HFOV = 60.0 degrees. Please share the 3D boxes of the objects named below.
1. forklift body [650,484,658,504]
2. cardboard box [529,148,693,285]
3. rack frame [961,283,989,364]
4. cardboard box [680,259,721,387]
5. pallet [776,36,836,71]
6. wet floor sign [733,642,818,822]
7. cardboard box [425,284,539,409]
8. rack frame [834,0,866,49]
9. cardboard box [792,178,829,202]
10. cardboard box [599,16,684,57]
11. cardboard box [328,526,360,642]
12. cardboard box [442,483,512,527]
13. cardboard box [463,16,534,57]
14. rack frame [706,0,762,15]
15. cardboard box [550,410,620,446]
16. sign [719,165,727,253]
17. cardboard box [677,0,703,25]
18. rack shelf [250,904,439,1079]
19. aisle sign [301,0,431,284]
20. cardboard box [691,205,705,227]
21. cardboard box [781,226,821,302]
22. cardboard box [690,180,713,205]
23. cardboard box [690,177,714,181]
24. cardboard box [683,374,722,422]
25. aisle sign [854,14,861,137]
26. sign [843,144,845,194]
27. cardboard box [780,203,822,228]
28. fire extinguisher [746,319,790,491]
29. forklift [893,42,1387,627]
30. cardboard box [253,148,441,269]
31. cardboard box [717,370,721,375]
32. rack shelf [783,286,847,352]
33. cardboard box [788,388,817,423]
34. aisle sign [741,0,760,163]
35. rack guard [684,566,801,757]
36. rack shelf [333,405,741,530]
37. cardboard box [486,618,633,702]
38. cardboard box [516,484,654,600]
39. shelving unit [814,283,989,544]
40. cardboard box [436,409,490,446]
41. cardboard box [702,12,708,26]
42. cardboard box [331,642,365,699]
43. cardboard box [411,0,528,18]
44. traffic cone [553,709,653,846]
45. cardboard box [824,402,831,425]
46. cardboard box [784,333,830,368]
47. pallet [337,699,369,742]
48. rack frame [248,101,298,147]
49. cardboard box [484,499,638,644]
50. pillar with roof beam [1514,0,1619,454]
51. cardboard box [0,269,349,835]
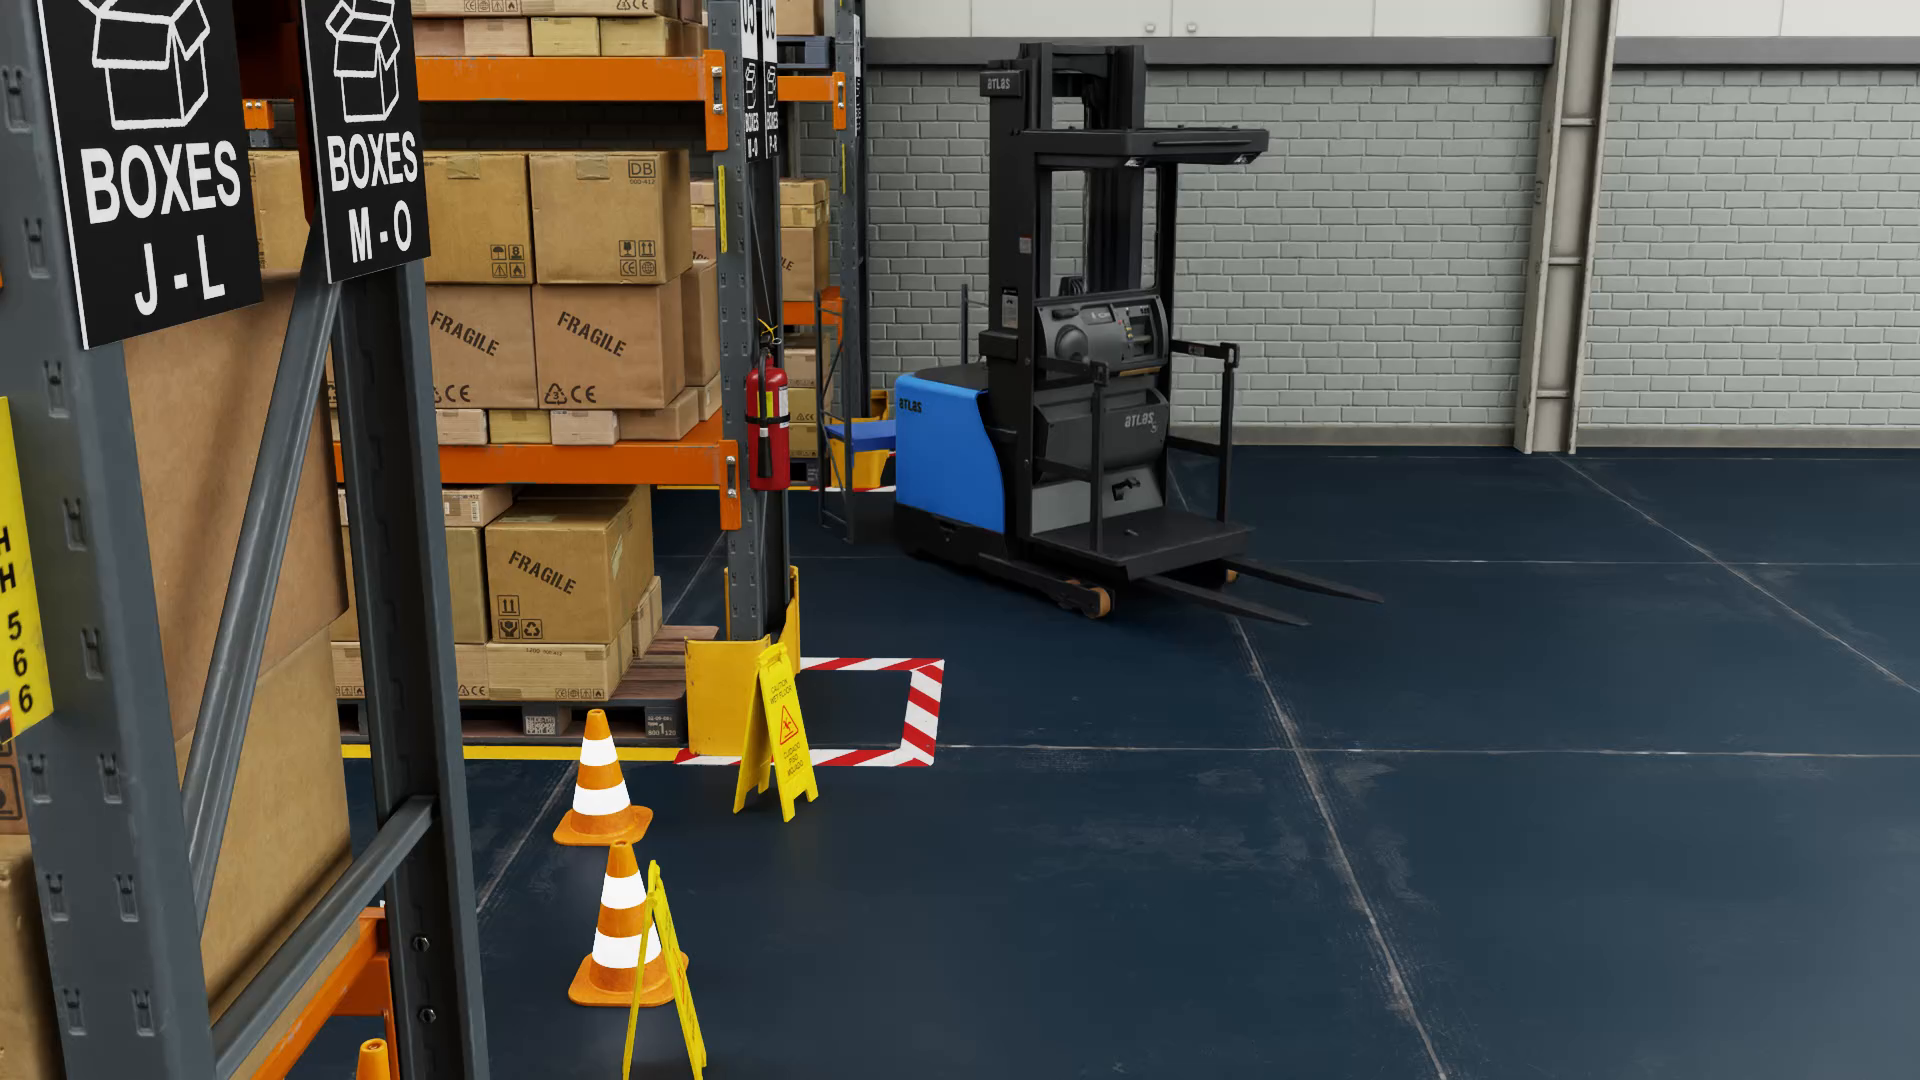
[{"bbox_3d":[-2.695,-1.100,10.295,1.214,2.155,2.313,0,15,1],"label":"forklift body"},{"bbox_3d":[-1.392,-1.321,6.728,0.500,0.500,0.700,0,15,0],"label":"cardboard box"},{"bbox_3d":[0.130,-0.876,10.721,0.032,1.500,0.500,-7,16,-25],"label":"rack frame"},{"bbox_3d":[-1.342,-0.964,7.334,0.500,0.500,0.500,0,15,1],"label":"cardboard box"},{"bbox_3d":[-1.459,-3.383,11.574,1.213,0.211,1.003,0,15,1],"label":"pallet"},{"bbox_3d":[-0.713,0.715,6.366,0.232,0.644,0.267,6,16,21],"label":"wet floor sign"},{"bbox_3d":[-1.926,-0.828,6.818,0.500,0.500,0.500,0,15,2],"label":"cardboard box"},{"bbox_3d":[-0.753,-4.864,11.138,0.127,3.000,1.000,0,15,1],"label":"rack frame"},{"bbox_3d":[-1.083,-2.526,11.984,0.250,0.149,0.380,0,15,0],"label":"cardboard box"},{"bbox_3d":[-1.240,-1.958,6.493,0.250,0.149,0.380,0,15,2],"label":"cardboard box"},{"bbox_3d":[-2.710,0.120,7.103,0.500,0.500,0.500,0,15,0],"label":"cardboard box"},{"bbox_3d":[-2.052,-0.172,6.936,0.250,0.149,0.380,1,15,3],"label":"cardboard box"},{"bbox_3d":[-1.754,-1.961,6.507,0.250,0.149,0.380,1,15,3],"label":"cardboard box"},{"bbox_3d":[-0.876,-3.599,6.340,0.127,3.000,1.000,0,15,1],"label":"rack frame"},{"bbox_3d":[-1.511,-0.498,6.839,0.250,0.149,0.380,0,15,1],"label":"cardboard box"},{"bbox_3d":[-0.910,-1.269,6.381,0.005,0.325,0.100,0,15,1],"label":"sign"},{"bbox_3d":[-1.372,-2.291,6.973,0.500,0.250,0.500,0,15,0],"label":"cardboard box"},{"bbox_3d":[-2.901,0.900,2.459,4.000,0.370,1.077,0,15,1],"label":"rack shelf"},{"bbox_3d":[-0.823,-0.768,2.274,0.004,0.787,0.394,0,15,1],"label":"aisle sign"},{"bbox_3d":[-1.868,-2.272,11.605,0.250,0.149,0.380,0,15,1],"label":"cardboard box"},{"bbox_3d":[-1.251,-1.948,11.649,0.500,0.500,0.500,0,15,0],"label":"cardboard box"},{"bbox_3d":[-1.873,-2.427,11.609,0.250,0.149,0.380,0,15,2],"label":"cardboard box"},{"bbox_3d":[-1.855,-2.540,12.037,0.250,0.149,0.380,0,15,2],"label":"cardboard box"},{"bbox_3d":[-1.210,-0.631,7.346,0.250,0.149,0.380,0,15,2],"label":"cardboard box"},{"bbox_3d":[-0.695,-3.145,11.286,0.004,0.787,0.394,0,15,1],"label":"aisle sign"},{"bbox_3d":[-0.781,-2.500,11.201,0.005,0.325,0.100,0,15,1],"label":"sign"},{"bbox_3d":[-1.107,-2.256,11.545,0.250,0.149,0.380,1,15,2],"label":"cardboard box"},{"bbox_3d":[-0.773,-0.542,6.667,0.183,0.674,0.296,0,15,1],"label":"fire extinguisher"},{"bbox_3d":[0.922,-1.147,8.940,1.130,2.935,3.031,-12,19,-38],"label":"forklift"},{"bbox_3d":[-2.410,-1.303,6.661,0.500,0.500,0.700,0,15,1],"label":"cardboard box"},{"bbox_3d":[-1.732,-1.246,11.789,0.500,0.250,0.500,1,15,2],"label":"cardboard box"},{"bbox_3d":[-2.752,-1.629,12.044,4.000,0.370,1.077,0,15,1],"label":"rack shelf"},{"bbox_3d":[-1.247,-1.002,11.846,0.500,0.250,0.500,0,15,1],"label":"cardboard box"},{"bbox_3d":[-0.821,-1.880,6.492,0.004,0.787,0.394,0,15,1],"label":"aisle sign"},{"bbox_3d":[-0.952,0.510,7.426,0.348,0.500,1.175,0,15,1],"label":"rack guard"},{"bbox_3d":[-2.875,-0.363,7.246,4.000,0.370,1.077,0,15,1],"label":"rack shelf"},{"bbox_3d":[-1.715,0.492,7.163,0.500,0.250,0.500,0,15,1],"label":"cardboard box"},{"bbox_3d":[-1.699,-0.010,7.594,0.500,0.500,0.500,0,15,0],"label":"cardboard box"},{"bbox_3d":[-0.325,-0.819,10.504,1.048,1.500,0.538,-7,16,-25],"label":"shelving unit"},{"bbox_3d":[-2.025,-0.499,6.843,0.250,0.149,0.380,1,15,2],"label":"cardboard box"},{"bbox_3d":[-1.589,-3.472,11.213,0.250,0.149,0.380,0,15,0],"label":"cardboard box"},{"bbox_3d":[-2.732,0.485,7.190,0.500,0.250,0.500,0,15,-1],"label":"cardboard box"},{"bbox_3d":[-1.897,-2.161,6.482,0.500,0.250,0.500,0,15,1],"label":"cardboard box"},{"bbox_3d":[-1.339,0.855,6.192,0.334,0.463,0.336,0,15,1],"label":"traffic cone"},{"bbox_3d":[-1.239,-0.890,12.401,0.500,0.250,0.500,0,15,2],"label":"cardboard box"},{"bbox_3d":[-1.228,-1.372,12.267,0.500,0.250,0.500,0,15,1],"label":"cardboard box"},{"bbox_3d":[-2.980,0.627,7.550,1.213,0.211,1.003,0,15,1],"label":"pallet"},{"bbox_3d":[-4.752,-1.990,12.002,0.127,3.000,1.000,0,15,1],"label":"rack frame"},{"bbox_3d":[-1.683,0.127,7.074,0.500,0.500,0.500,0,15,2],"label":"cardboard box"},{"bbox_3d":[4.462,-3.962,7.717,0.400,9.000,9.100,0,15,1],"label":"pillar with roof beam"},{"bbox_3d":[-1.271,-0.042,2.208,0.550,0.550,0.875,0,15,1],"label":"cardboard box"}]
